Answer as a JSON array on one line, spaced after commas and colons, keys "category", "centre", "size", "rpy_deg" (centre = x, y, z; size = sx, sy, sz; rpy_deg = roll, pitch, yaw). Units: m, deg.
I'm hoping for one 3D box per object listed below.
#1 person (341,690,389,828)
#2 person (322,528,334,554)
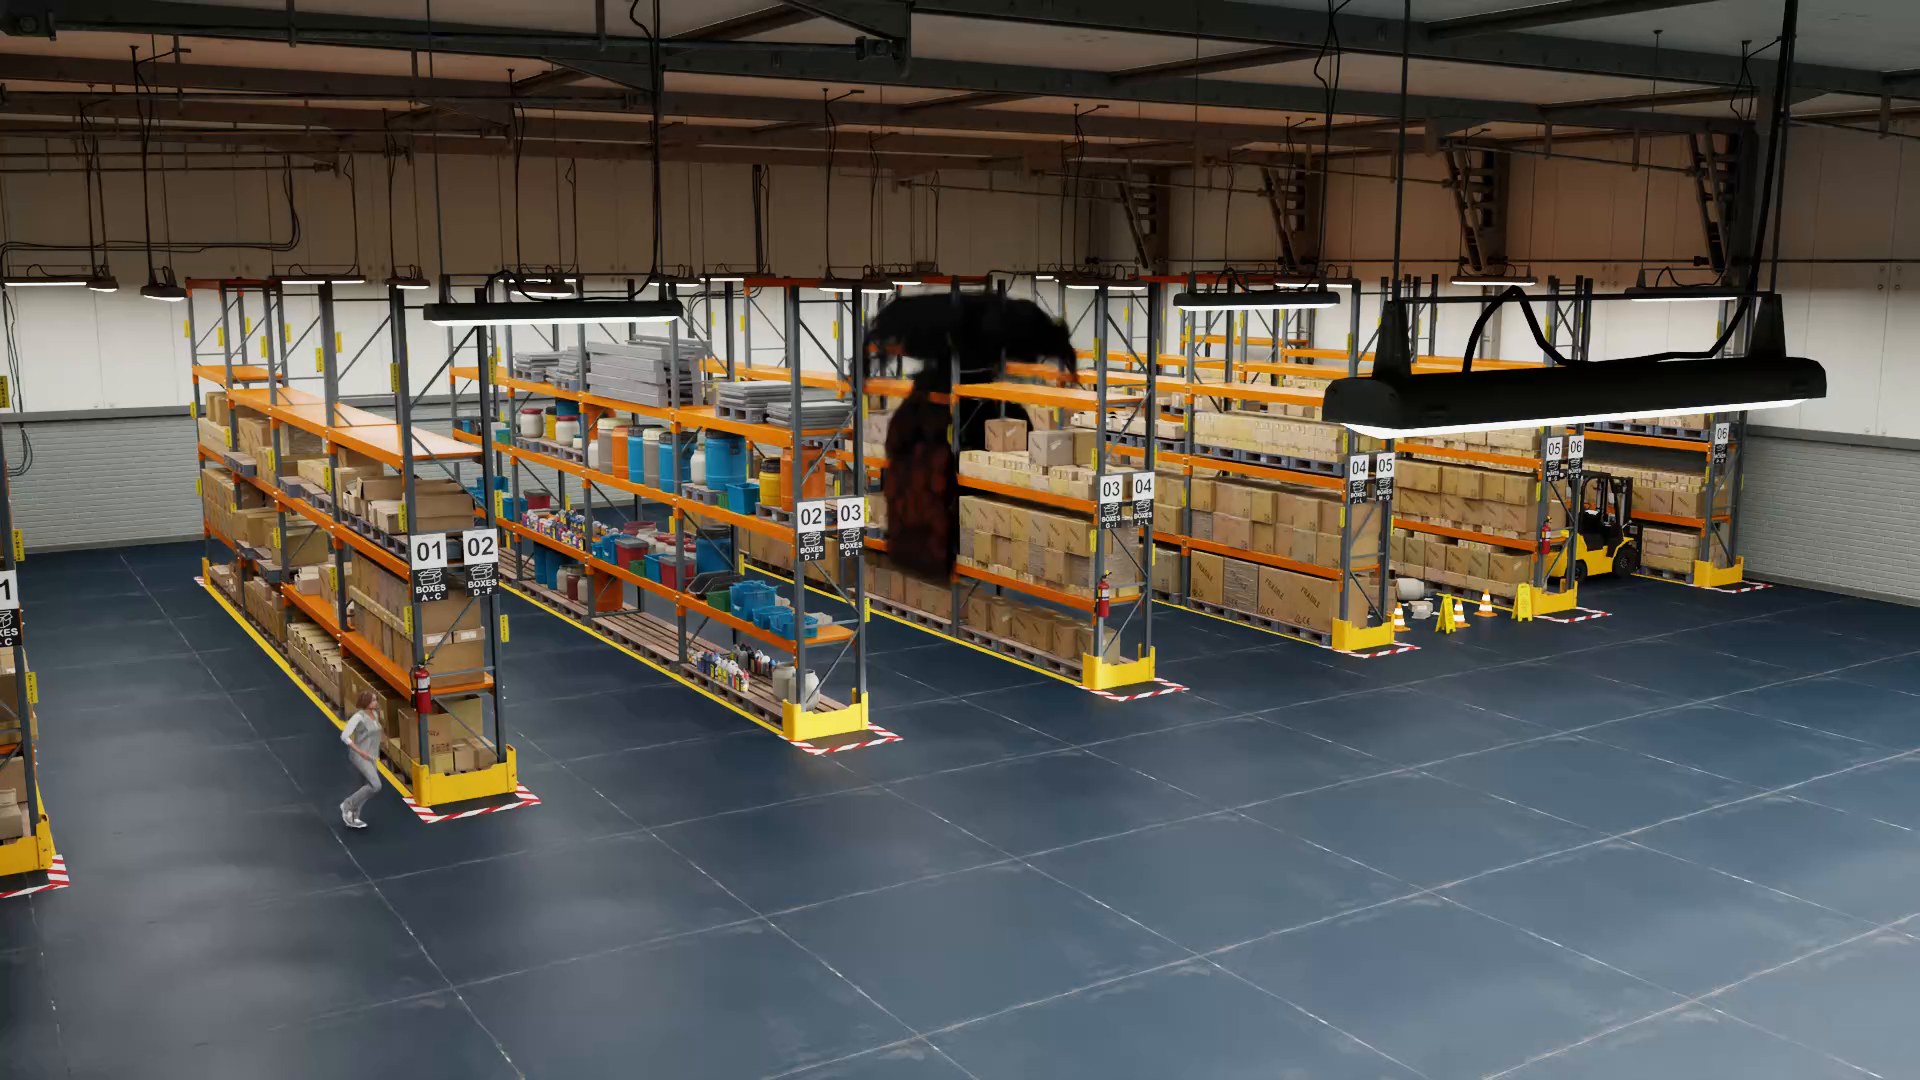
[{"category": "person", "centre": [-6.681, 2.458, 18.757], "size": [0.497, 1.534, 0.559], "rpy_deg": [1, 10, 8]}, {"category": "person", "centre": [-12.887, -0.195, 33.903], "size": [0.954, 1.753, 0.698], "rpy_deg": [3, 10, 18]}]
